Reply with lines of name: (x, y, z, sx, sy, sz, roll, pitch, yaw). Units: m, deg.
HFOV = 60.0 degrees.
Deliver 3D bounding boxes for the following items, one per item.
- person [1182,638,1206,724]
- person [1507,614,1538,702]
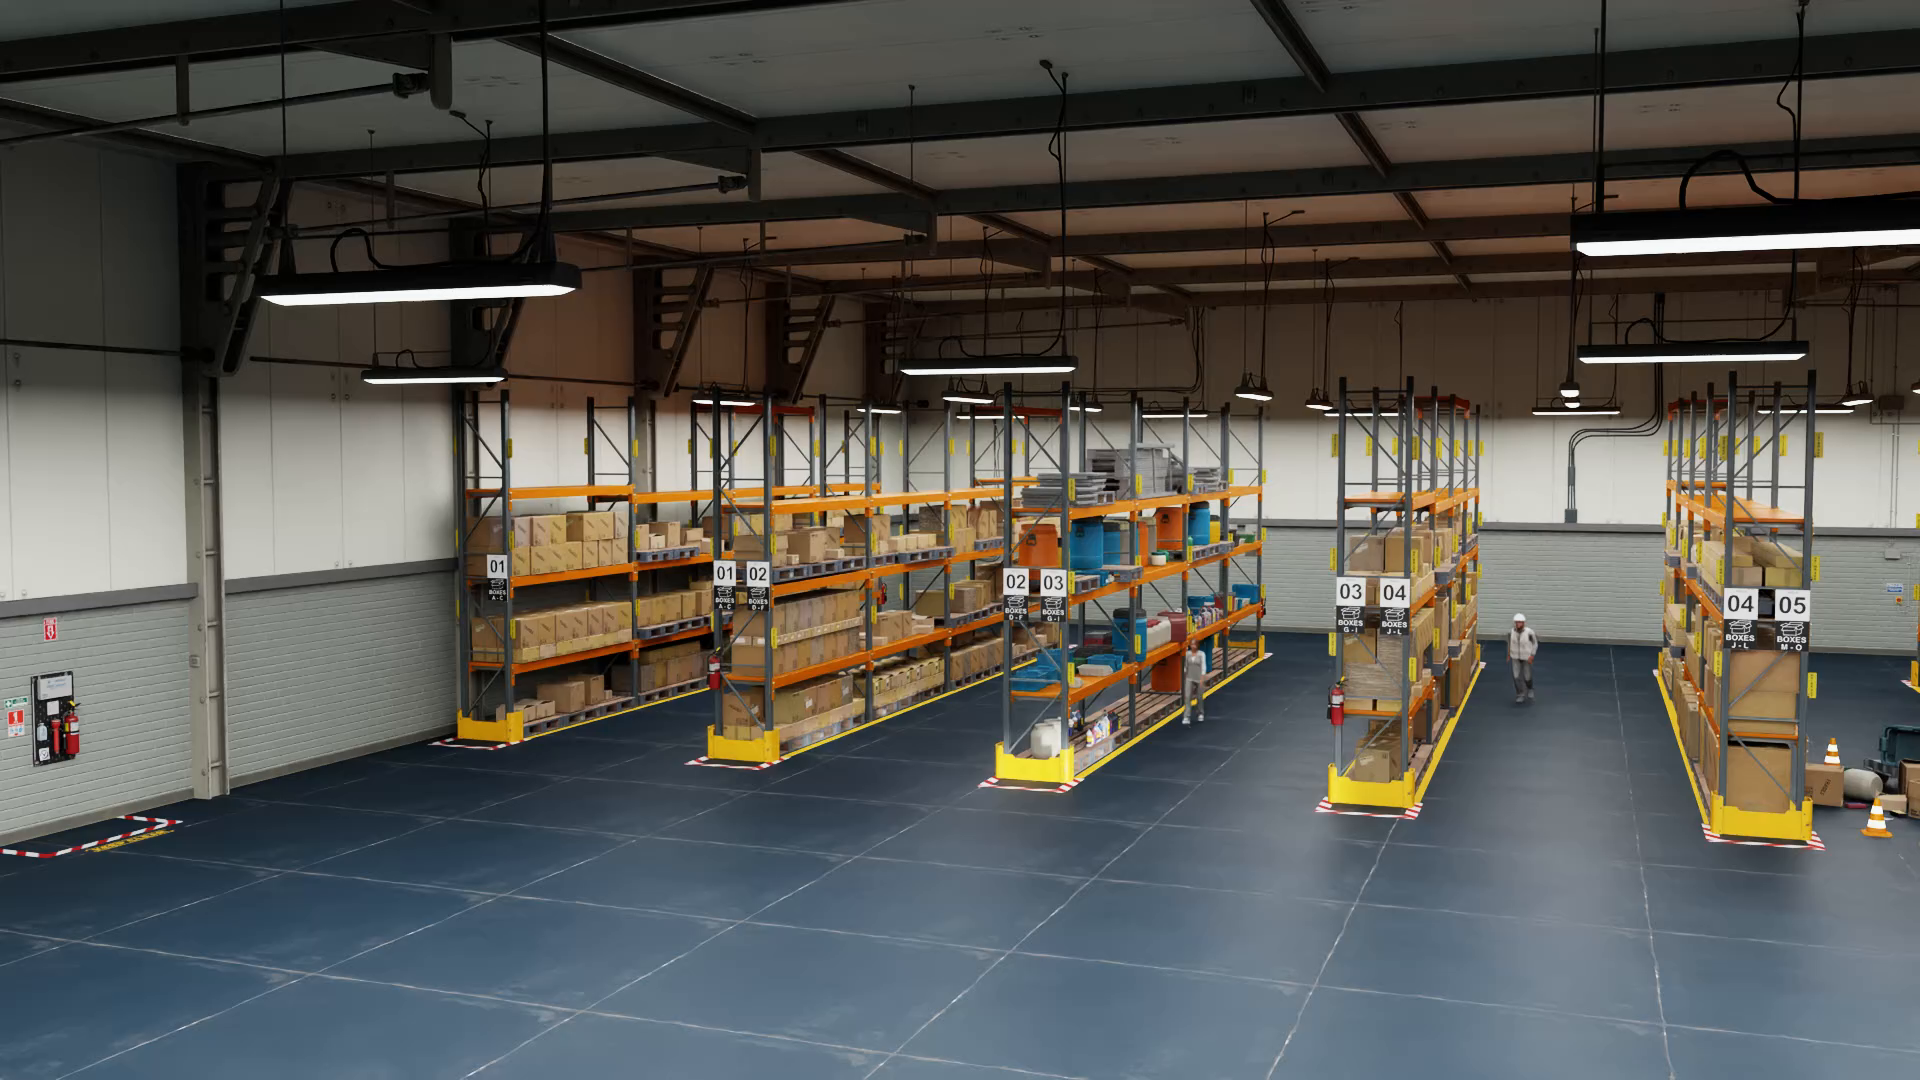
person: (4.246, 2.549, 30.094, 0.434, 1.547, 0.946, 1, 3, 19)
person: (11.144, 2.320, 32.926, 0.600, 1.754, 0.658, 2, 4, 32)
